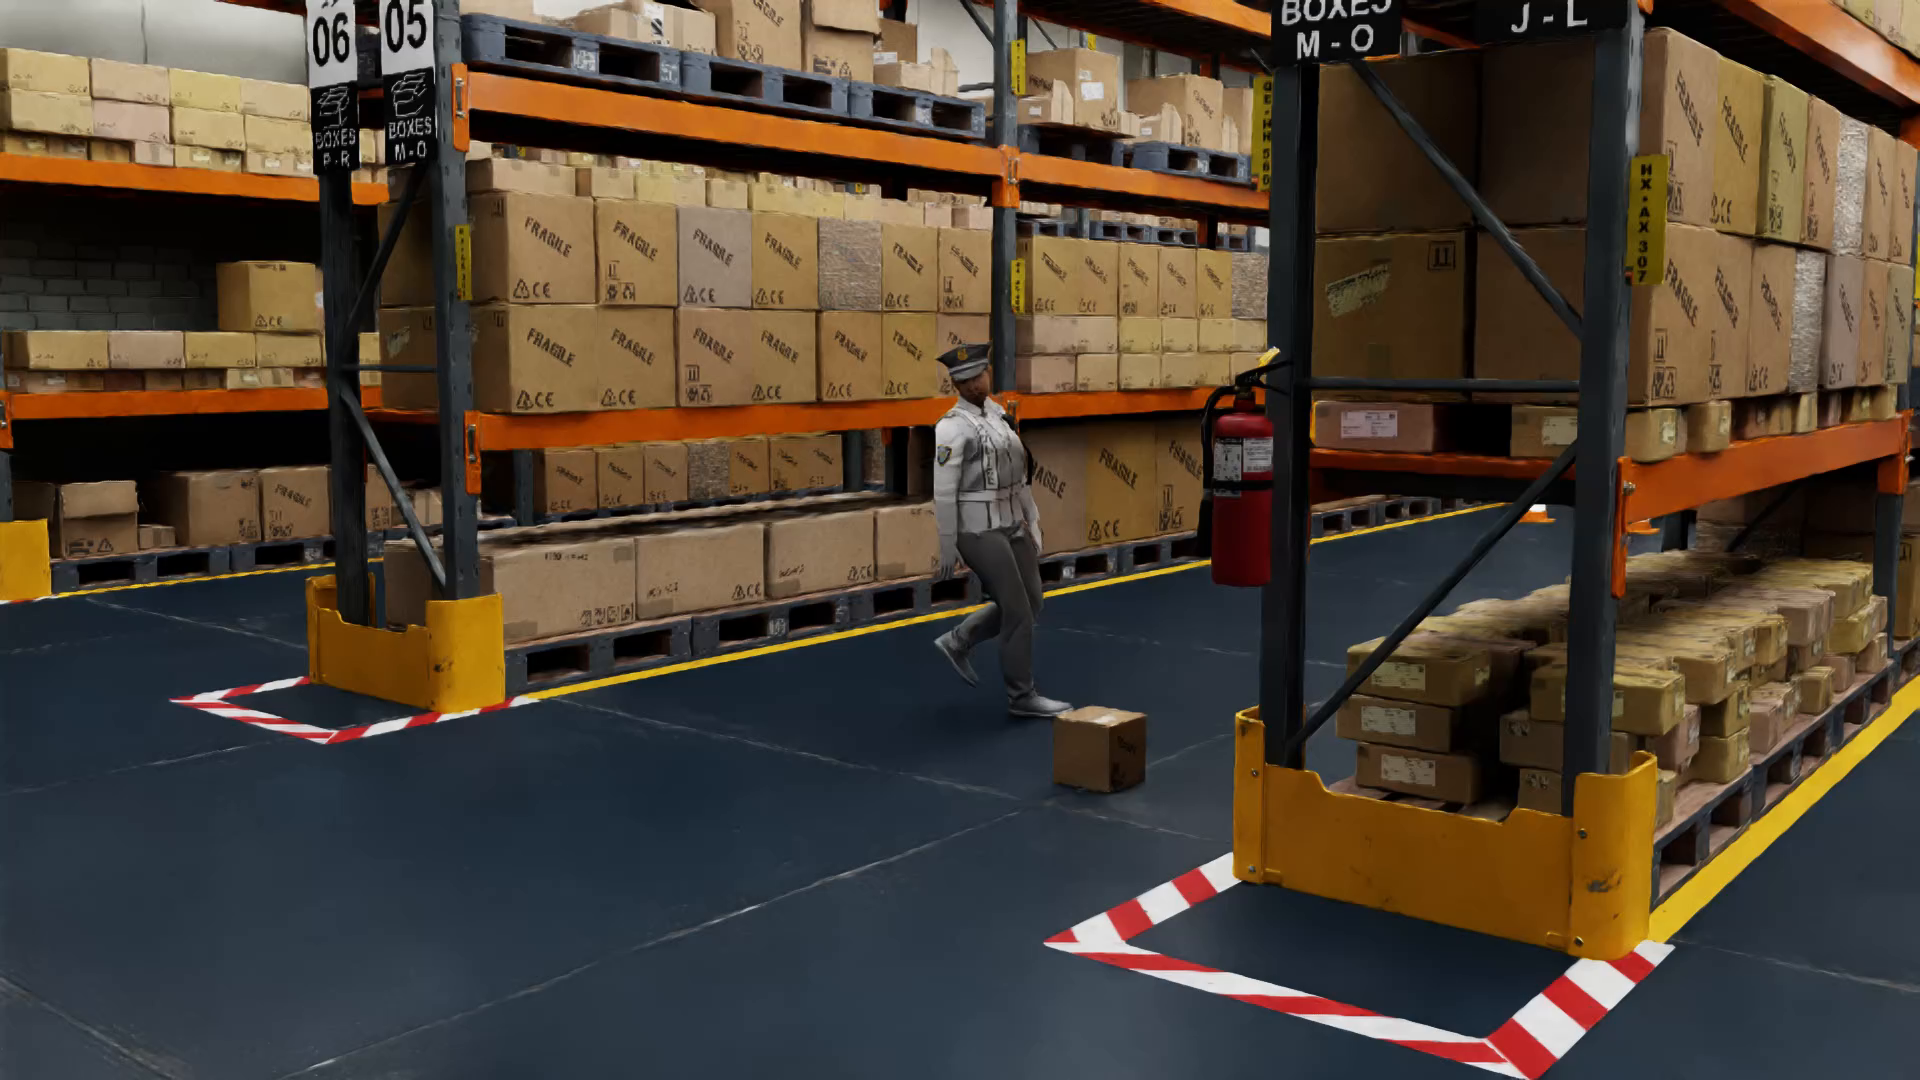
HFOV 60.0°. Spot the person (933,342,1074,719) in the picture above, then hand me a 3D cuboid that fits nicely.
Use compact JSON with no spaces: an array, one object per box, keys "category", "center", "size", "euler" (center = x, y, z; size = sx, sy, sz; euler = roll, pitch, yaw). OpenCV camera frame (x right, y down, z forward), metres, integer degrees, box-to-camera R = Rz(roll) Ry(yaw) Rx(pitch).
[{"category":"person","center":[0.126,-0.034,7.139],"size":[0.647,1.623,0.520],"euler":[3,8,27]}]
